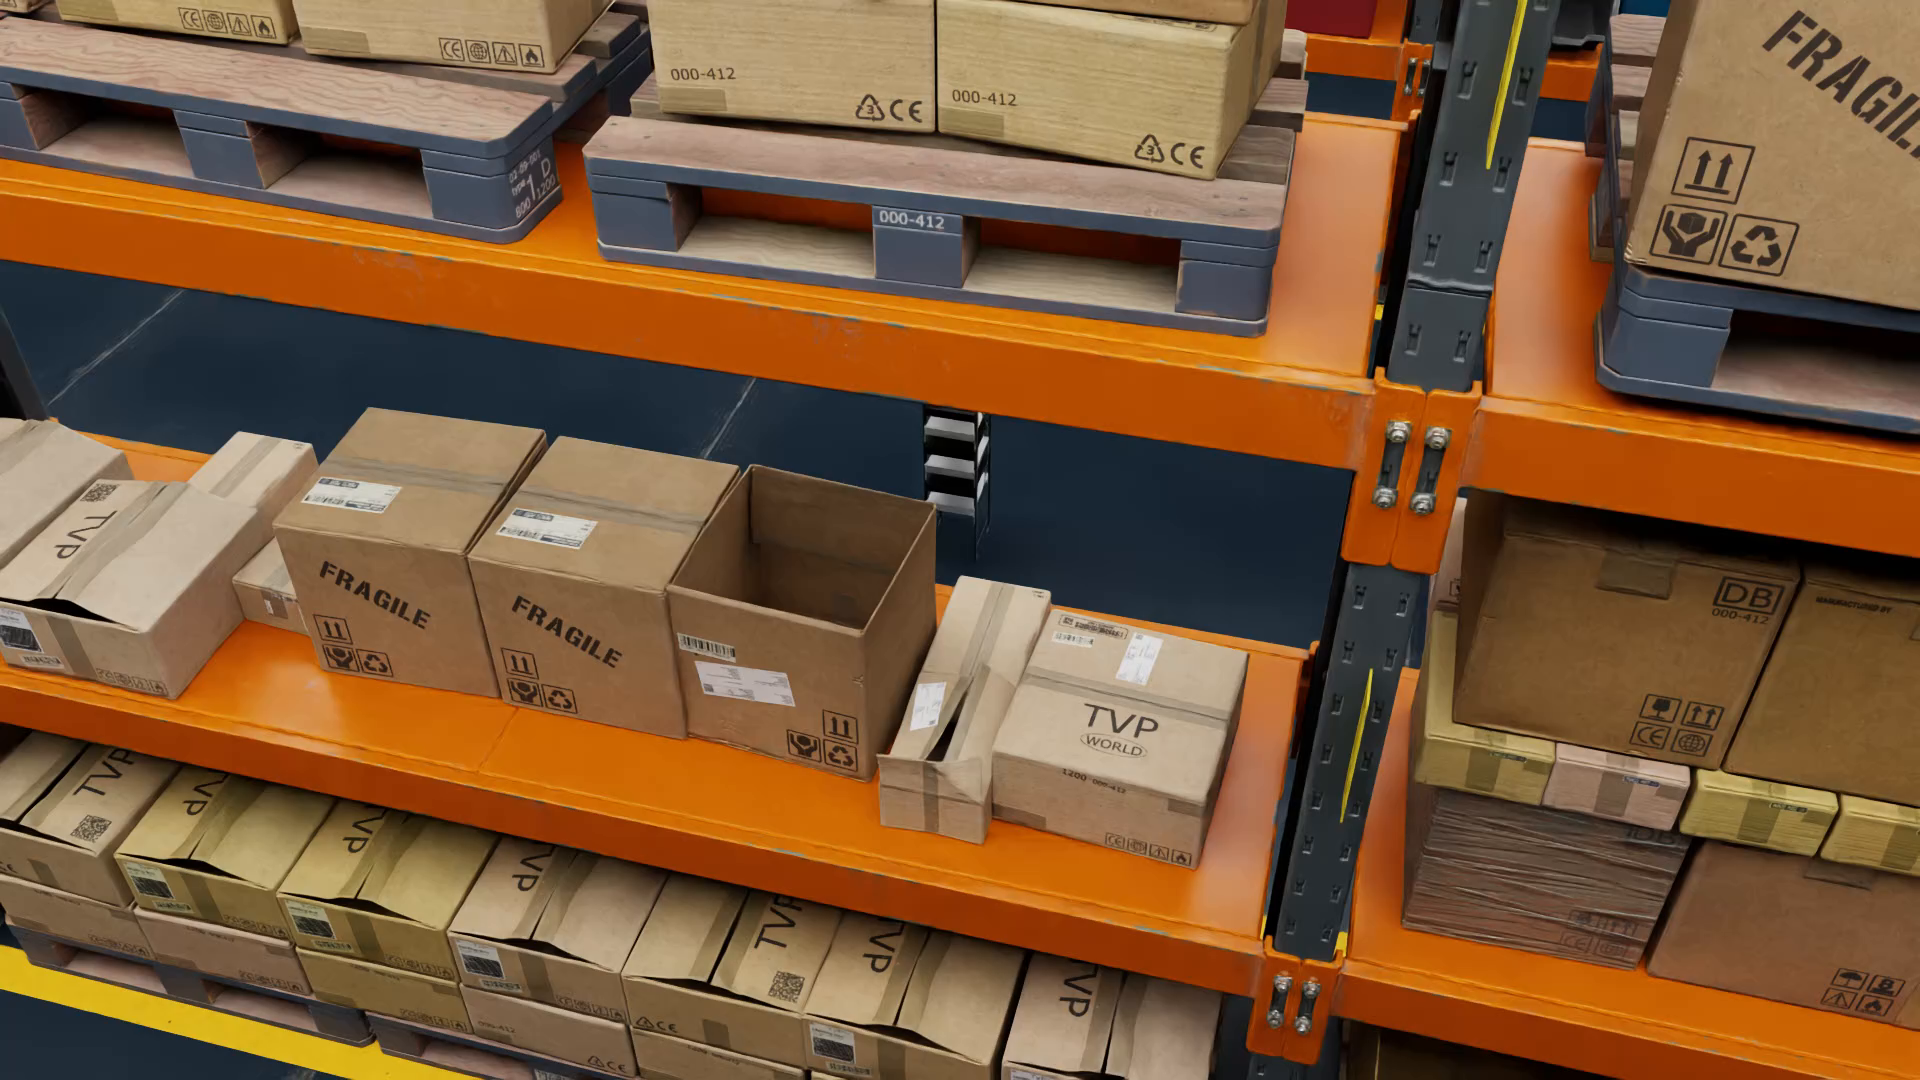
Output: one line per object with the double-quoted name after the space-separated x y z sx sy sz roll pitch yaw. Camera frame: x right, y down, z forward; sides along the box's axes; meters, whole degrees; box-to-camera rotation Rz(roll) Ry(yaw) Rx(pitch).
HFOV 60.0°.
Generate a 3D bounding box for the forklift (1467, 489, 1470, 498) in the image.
3.509 -0.802 5.426 3.031 2.935 1.130 5 40 6 "forklift"

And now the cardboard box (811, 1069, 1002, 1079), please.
-0.090 1.380 4.586 0.500 0.250 0.500 9 41 11 "cardboard box"

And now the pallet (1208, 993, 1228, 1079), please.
0.152 1.431 4.882 1.213 0.211 1.003 10 41 11 "pallet"

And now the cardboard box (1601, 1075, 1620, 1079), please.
1.726 1.416 3.960 0.500 0.500 0.500 10 41 11 "cardboard box"

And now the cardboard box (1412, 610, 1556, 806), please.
1.083 0.340 3.431 0.250 0.149 0.380 10 41 11 "cardboard box"

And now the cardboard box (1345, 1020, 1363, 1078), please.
1.378 1.295 4.687 0.500 0.250 0.500 10 41 11 "cardboard box"

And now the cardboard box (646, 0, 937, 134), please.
-0.251 -0.988 3.052 0.500 0.250 0.500 6 40 7 "cardboard box"

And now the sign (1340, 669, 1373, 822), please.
0.743 0.387 3.118 0.005 0.325 0.100 10 41 11 "sign"

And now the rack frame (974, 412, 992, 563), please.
0.090 -0.329 6.442 0.006 0.900 0.240 10 41 11 "rack frame"

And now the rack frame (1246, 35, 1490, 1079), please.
0.873 0.462 3.868 0.127 3.000 1.000 10 41 11 "rack frame"

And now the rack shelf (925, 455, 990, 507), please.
-0.008 -0.252 6.542 0.200 0.077 0.258 10 41 11 "rack shelf"

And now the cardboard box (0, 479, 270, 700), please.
-2.177 0.100 4.368 0.500 0.311 0.500 9 41 11 "cardboard box"

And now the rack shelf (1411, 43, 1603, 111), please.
4.089 -2.007 7.367 4.000 0.370 1.077 10 41 11 "rack shelf"

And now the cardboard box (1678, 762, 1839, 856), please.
1.575 0.423 3.331 0.250 0.149 0.380 9 41 10 "cardboard box"

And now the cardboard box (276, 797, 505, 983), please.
-1.559 0.912 4.707 0.500 0.311 0.500 9 41 10 "cardboard box"

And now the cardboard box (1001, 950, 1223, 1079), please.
0.408 1.250 4.305 0.500 0.311 0.500 10 41 11 "cardboard box"

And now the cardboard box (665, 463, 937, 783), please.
-0.373 0.198 4.104 0.500 0.500 0.500 13 42 15 "cardboard box"

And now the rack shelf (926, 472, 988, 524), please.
-0.008 -0.183 6.599 0.200 0.077 0.258 10 41 11 "rack shelf"

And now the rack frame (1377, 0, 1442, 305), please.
2.157 -2.615 7.532 0.127 3.000 1.000 10 41 11 "rack frame"

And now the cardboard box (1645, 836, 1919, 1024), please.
1.815 0.577 3.653 0.500 0.500 0.700 9 41 11 "cardboard box"

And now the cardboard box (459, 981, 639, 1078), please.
-1.076 1.209 4.789 0.500 0.250 0.500 11 41 12 "cardboard box"

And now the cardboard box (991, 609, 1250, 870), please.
0.387 0.464 3.981 0.500 0.250 0.500 12 42 14 "cardboard box"

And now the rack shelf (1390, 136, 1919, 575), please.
2.805 -0.079 2.739 4.000 0.370 1.077 10 41 11 "rack shelf"

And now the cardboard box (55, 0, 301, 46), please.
-1.477 -1.237 3.348 0.500 0.250 0.500 9 41 11 "cardboard box"

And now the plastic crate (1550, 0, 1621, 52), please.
2.630 -2.425 7.354 0.504 0.338 0.767 10 41 11 "plastic crate"

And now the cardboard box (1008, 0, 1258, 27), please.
0.288 -1.205 2.727 0.500 0.500 0.500 10 41 12 "cardboard box"

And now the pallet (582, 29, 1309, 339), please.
0.018 -0.752 3.130 1.217 0.209 0.805 8 41 10 "pallet"

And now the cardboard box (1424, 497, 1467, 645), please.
1.192 0.087 3.732 0.250 0.149 0.380 10 41 11 "cardboard box"

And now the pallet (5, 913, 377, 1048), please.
-2.205 1.025 5.365 1.213 0.211 1.003 10 41 11 "pallet"

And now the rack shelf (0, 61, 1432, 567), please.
-1.059 -0.744 3.531 4.000 0.370 1.077 10 41 11 "rack shelf"

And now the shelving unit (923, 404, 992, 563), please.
-0.008 -0.346 6.462 0.210 0.900 0.258 10 41 11 "shelving unit"

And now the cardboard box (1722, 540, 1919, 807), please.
1.792 0.080 3.236 0.500 0.500 0.700 10 41 11 "cardboard box"

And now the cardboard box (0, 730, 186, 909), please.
-2.561 0.743 4.908 0.500 0.311 0.500 11 41 13 "cardboard box"

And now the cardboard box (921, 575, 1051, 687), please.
0.070 0.283 4.275 0.250 0.149 0.380 10 41 11 "cardboard box"

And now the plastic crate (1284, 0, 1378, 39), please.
1.611 -2.530 7.380 0.583 0.464 0.402 10 41 11 "plastic crate"

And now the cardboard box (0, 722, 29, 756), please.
-3.356 0.332 5.624 0.500 0.500 0.500 11 41 13 "cardboard box"

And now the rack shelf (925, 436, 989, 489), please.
-0.008 -0.320 6.484 0.200 0.077 0.258 10 41 11 "rack shelf"

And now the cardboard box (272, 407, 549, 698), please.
-1.365 0.027 4.308 0.500 0.500 0.500 8 41 9 "cardboard box"

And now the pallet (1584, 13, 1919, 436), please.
1.704 -0.527 2.782 1.213 0.211 1.003 10 41 11 "pallet"

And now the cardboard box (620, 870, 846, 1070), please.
-0.578 1.083 4.504 0.500 0.311 0.500 10 41 11 "cardboard box"

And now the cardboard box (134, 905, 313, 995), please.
-2.075 1.041 4.989 0.500 0.250 0.500 9 41 10 "cardboard box"
